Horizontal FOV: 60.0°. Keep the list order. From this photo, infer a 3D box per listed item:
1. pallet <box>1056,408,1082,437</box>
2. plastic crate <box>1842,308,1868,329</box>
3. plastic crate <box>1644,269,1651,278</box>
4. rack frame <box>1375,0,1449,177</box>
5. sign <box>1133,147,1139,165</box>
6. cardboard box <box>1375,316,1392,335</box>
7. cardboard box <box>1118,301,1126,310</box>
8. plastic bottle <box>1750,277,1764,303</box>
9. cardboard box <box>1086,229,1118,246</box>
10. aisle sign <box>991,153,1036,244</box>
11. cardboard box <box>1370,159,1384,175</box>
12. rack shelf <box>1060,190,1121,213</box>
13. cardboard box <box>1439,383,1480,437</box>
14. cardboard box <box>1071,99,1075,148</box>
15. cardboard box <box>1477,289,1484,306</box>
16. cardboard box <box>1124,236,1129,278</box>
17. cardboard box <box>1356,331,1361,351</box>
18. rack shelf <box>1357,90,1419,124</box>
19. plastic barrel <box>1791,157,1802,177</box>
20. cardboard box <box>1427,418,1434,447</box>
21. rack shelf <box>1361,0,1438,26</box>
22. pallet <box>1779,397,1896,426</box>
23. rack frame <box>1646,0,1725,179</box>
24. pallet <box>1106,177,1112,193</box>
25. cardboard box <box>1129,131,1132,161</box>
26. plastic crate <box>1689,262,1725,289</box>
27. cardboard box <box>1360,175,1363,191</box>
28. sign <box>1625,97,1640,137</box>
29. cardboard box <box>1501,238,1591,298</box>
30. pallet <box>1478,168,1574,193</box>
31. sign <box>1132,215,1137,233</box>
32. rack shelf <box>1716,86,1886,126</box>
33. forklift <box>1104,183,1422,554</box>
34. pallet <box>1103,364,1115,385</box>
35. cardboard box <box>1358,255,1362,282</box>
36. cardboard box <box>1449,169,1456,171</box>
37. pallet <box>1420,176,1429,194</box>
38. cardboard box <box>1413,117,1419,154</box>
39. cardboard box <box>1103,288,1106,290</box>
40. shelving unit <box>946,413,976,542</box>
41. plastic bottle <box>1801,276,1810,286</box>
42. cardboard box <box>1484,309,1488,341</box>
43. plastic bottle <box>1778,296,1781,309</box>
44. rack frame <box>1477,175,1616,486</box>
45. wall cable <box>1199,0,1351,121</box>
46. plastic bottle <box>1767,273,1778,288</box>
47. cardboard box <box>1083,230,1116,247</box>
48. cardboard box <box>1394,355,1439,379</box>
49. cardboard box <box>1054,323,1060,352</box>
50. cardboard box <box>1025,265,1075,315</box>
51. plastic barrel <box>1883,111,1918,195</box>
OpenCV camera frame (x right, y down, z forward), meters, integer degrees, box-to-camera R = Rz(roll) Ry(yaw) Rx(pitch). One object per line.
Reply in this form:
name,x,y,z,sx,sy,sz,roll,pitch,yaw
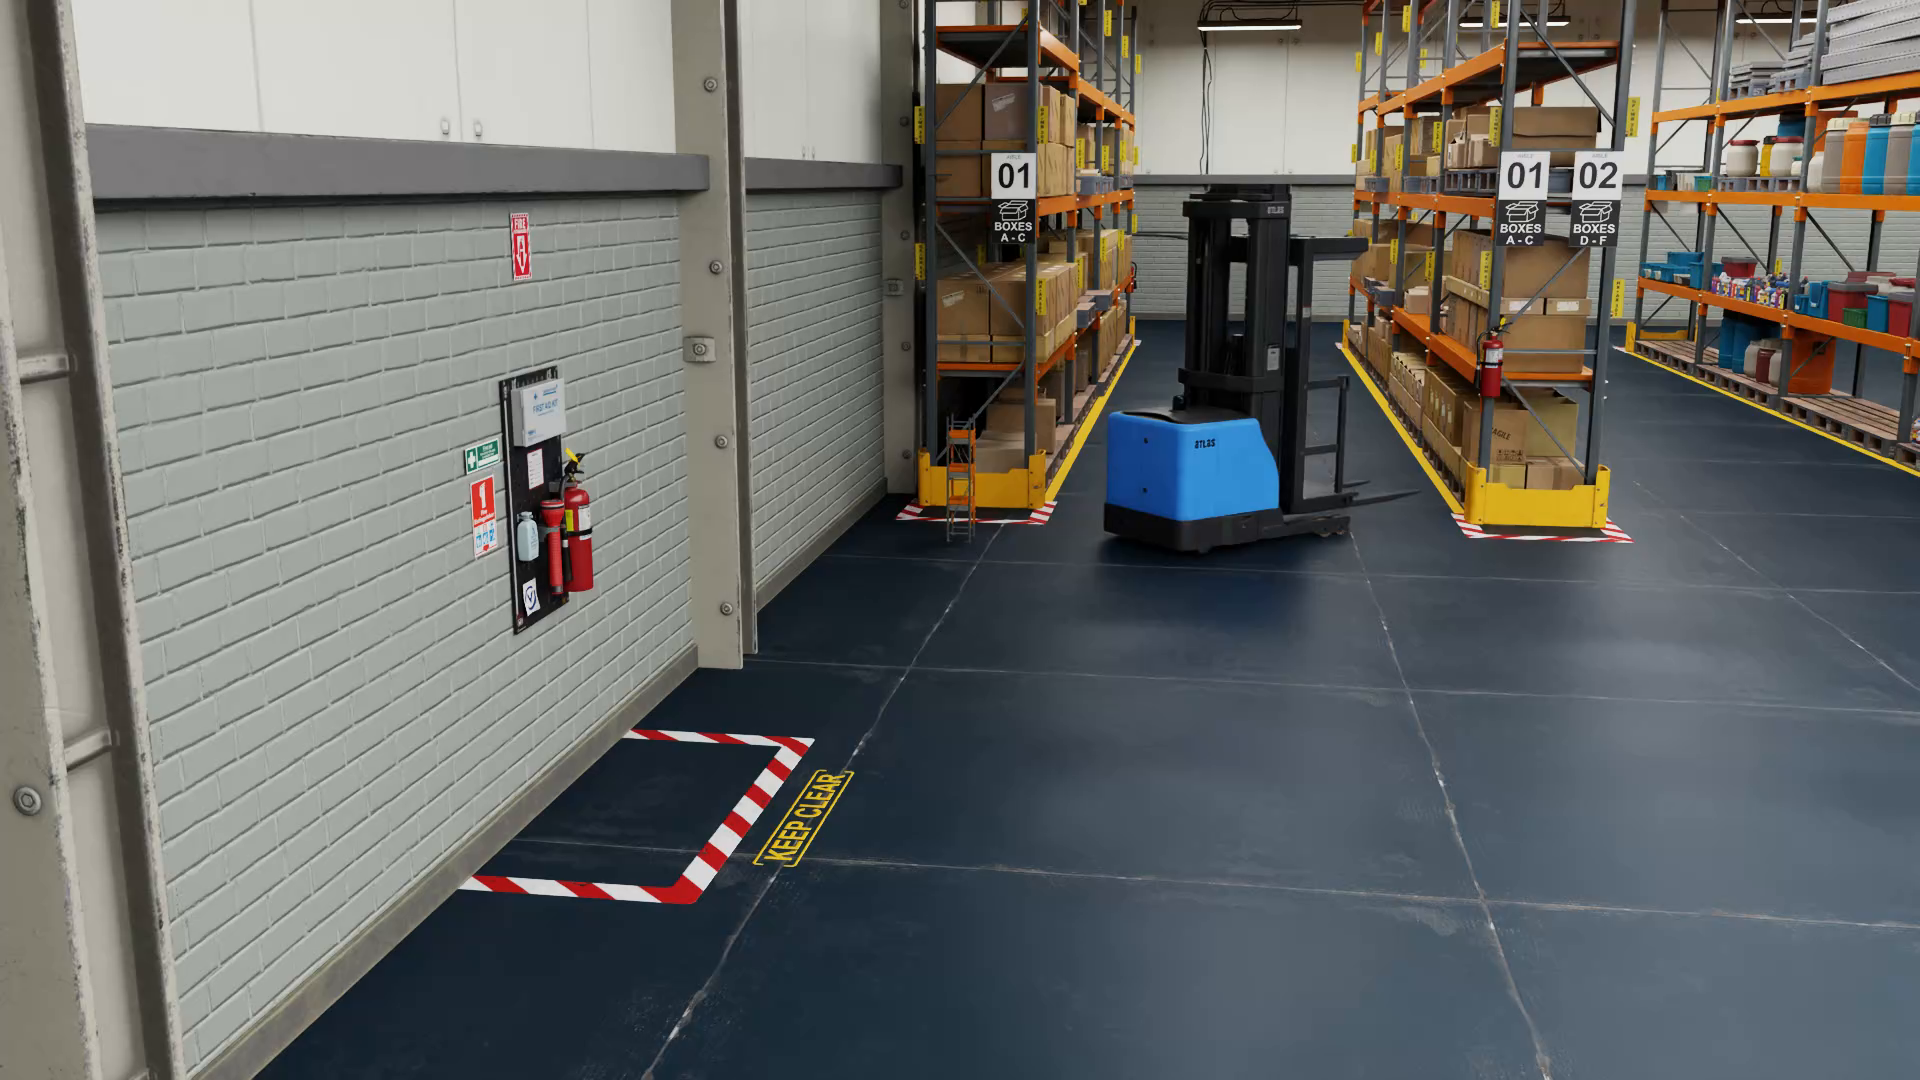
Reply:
pallet,0.924,-1.421,20.086,1.003,0.211,1.213,2,12,9
plastic crate,10.584,-2.569,19.298,0.450,0.188,0.662,2,12,9
plastic crate,11.946,-4.595,28.677,0.250,0.136,0.298,2,12,9
rack frame,6.931,-7.060,25.394,1.000,3.000,0.127,2,12,9
sign,3.185,-6.960,30.135,0.100,0.325,0.005,2,12,9
cardboard box,6.462,-3.186,24.768,0.500,0.250,0.500,2,12,9
cardboard box,2.764,-4.186,29.692,0.380,0.149,0.250,2,12,10
plastic bottle,11.092,-3.477,23.126,0.144,0.351,0.185,2,12,9
cardboard box,2.217,-4.753,26.155,0.500,0.250,0.500,2,12,10
aisle sign,0.476,-3.036,14.788,0.394,0.787,0.004,2,12,9
cardboard box,6.738,-5.875,26.184,0.500,0.250,0.500,2,12,9
rack shelf,1.728,-4.986,24.596,1.077,0.370,4.000,2,12,9
cardboard box,5.091,-1.291,16.615,0.500,0.500,0.500,2,12,9
cardboard box,0.996,-4.523,18.081,0.500,0.500,0.500,1,12,4
cardboard box,5.115,-2.296,15.751,0.380,0.149,0.250,2,12,10
cardboard box,2.482,-5.008,29.401,0.980,0.700,0.700,2,12,8
cardboard box,6.854,-3.312,27.581,0.500,0.311,0.500,2,12,9
rack shelf,7.239,-7.123,27.402,1.077,0.370,4.000,2,12,9
plastic barrel,11.230,-4.966,22.126,0.301,0.262,0.301,0,12,0
cardboard box,5.248,-1.133,17.660,0.500,0.250,0.500,2,12,9
rack shelf,7.239,-8.750,27.052,1.077,0.370,4.000,2,12,9
pallet,11.052,-1.611,20.966,1.003,0.211,1.213,2,12,9
rack frame,12.440,-7.732,28.510,1.000,3.000,0.127,2,12,9
pallet,1.467,-4.964,23.238,1.213,0.211,1.003,2,12,11
cardboard box,2.720,-6.869,28.968,0.500,0.500,0.500,2,12,10
plastic crate,11.560,-4.096,25.776,0.392,0.384,0.575,2,12,9
cardboard box,7.051,-6.047,28.168,0.500,0.250,0.500,2,12,9
sign,5.633,-3.543,13.930,0.100,0.325,0.005,2,12,9
cardboard box,5.178,-2.421,14.788,0.700,0.500,0.500,2,12,9
pallet,5.220,-3.199,14.808,1.003,0.211,1.213,2,12,9
sign,3.185,-5.781,30.389,0.100,0.325,0.005,2,12,9
rack shelf,11.517,-5.936,22.832,1.077,0.370,4.000,2,12,9
forklift,2.725,-1.538,14.174,3.031,2.935,1.130,-8,15,-33
pallet,1.806,-2.506,25.123,1.003,0.211,1.213,2,12,9
cardboard box,6.985,-4.609,28.025,0.500,0.500,0.500,2,12,9
cardboard box,5.887,-4.303,19.079,0.500,0.250,0.500,1,12,3
pallet,6.131,-4.292,20.117,1.003,0.211,1.213,2,12,11
cardboard box,6.468,-5.496,22.644,0.500,0.500,0.500,2,12,9
cardboard box,1.872,-3.507,23.697,0.380,0.149,0.250,2,12,10
shelving unit,0.008,-0.524,13.934,0.215,1.050,0.252,2,12,9
plastic bottle,11.838,-3.511,23.282,0.144,0.351,0.185,2,12,9
cardboard box,5.246,-1.885,15.382,0.700,0.500,0.500,2,12,10
plastic bottle,10.886,-3.158,21.999,0.097,0.201,0.097,0,12,0
rack frame,5.086,-1.630,14.435,1.000,3.000,0.127,2,12,9
wall cable,6.547,-10.082,34.797,3.097,2.526,0.112,2,12,9
plastic bottle,11.836,-3.707,24.189,0.144,0.351,0.185,2,12,9
cardboard box,2.129,-4.646,25.663,0.500,0.250,0.500,2,12,10
cardboard box,5.873,-2.221,21.379,0.500,0.311,0.500,2,12,7
cardboard box,0.729,-2.032,16.609,0.500,0.250,0.500,2,12,8
cardboard box,0.967,-2.713,17.989,0.500,0.500,0.500,2,12,8
plastic barrel,10.559,-4.262,18.337,0.600,0.901,0.600,0,12,0
